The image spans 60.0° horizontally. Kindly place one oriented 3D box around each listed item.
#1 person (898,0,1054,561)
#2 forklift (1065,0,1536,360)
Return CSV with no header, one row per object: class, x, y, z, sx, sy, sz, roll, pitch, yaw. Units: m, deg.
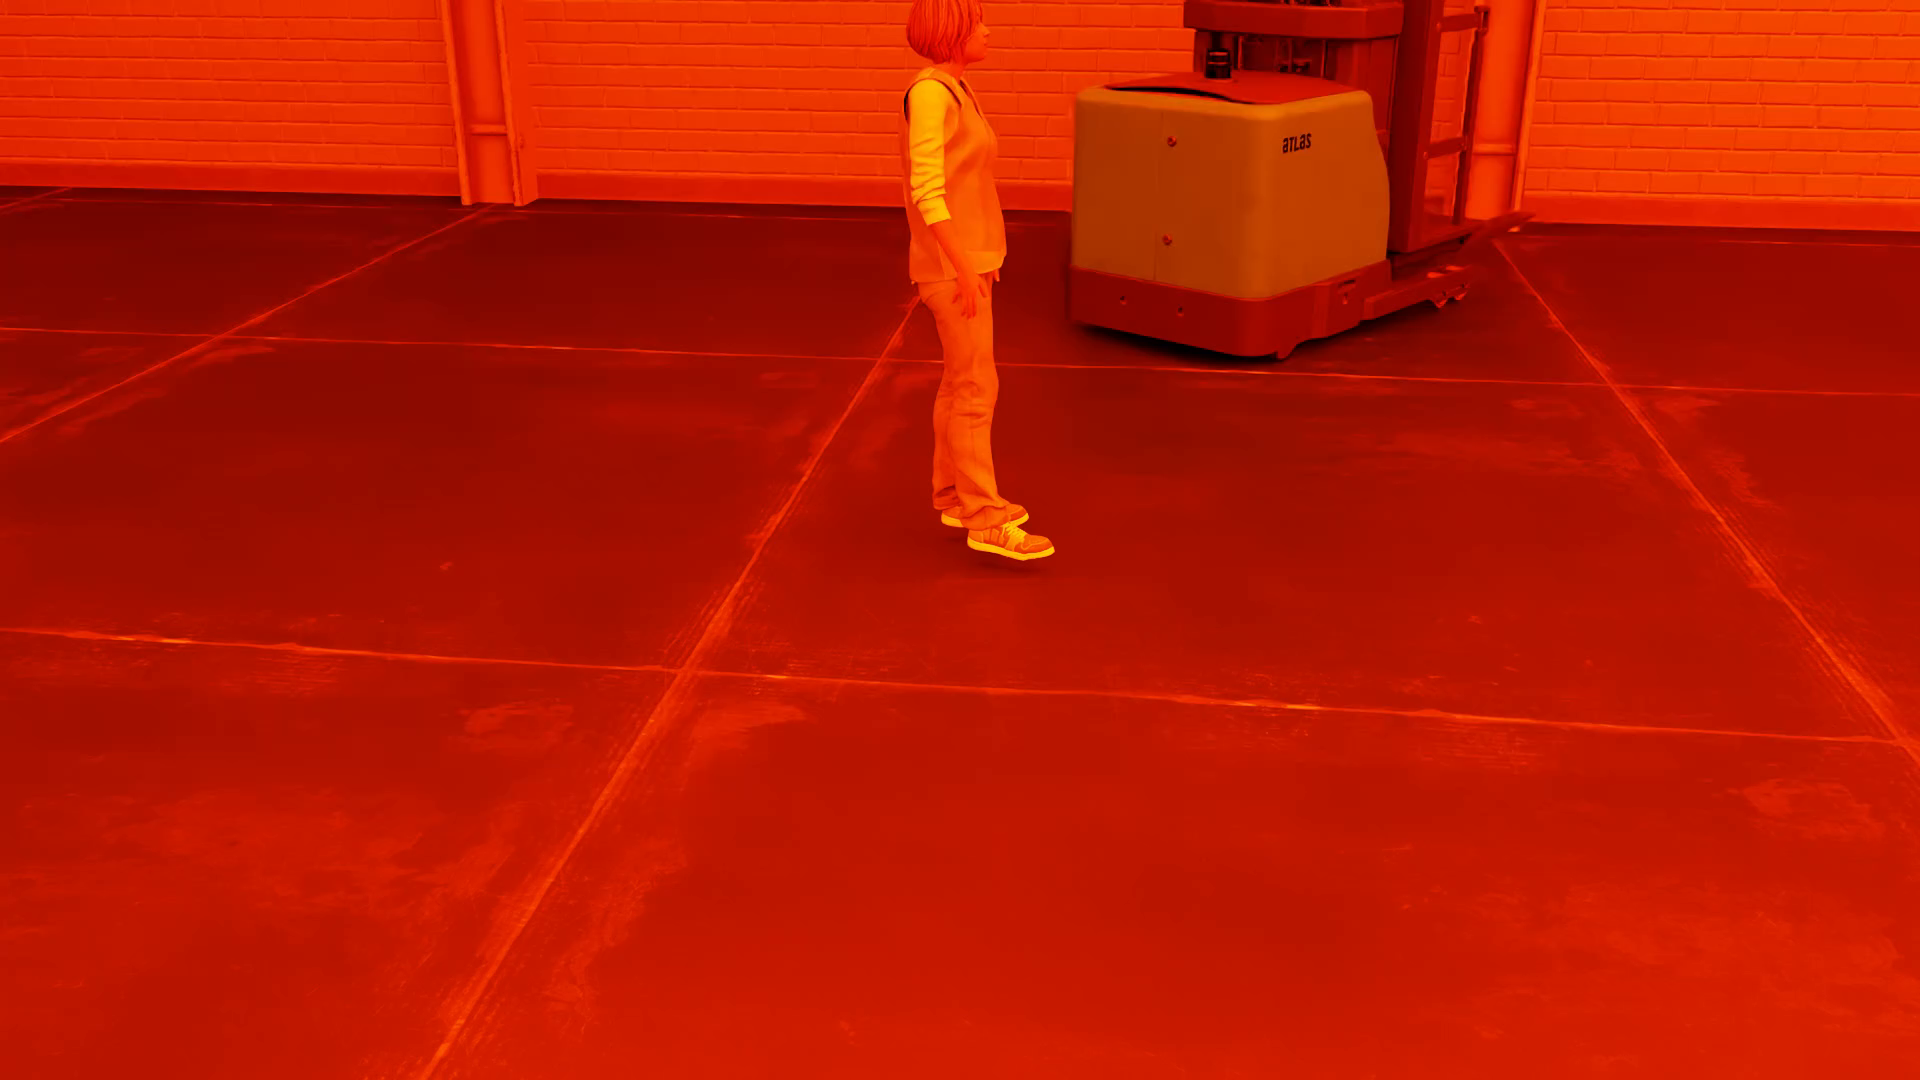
person,0.071,-0.776,4.839,0.475,1.597,0.520,3,22,7
forklift,1.838,-2.582,7.666,1.130,2.935,3.031,19,29,39
